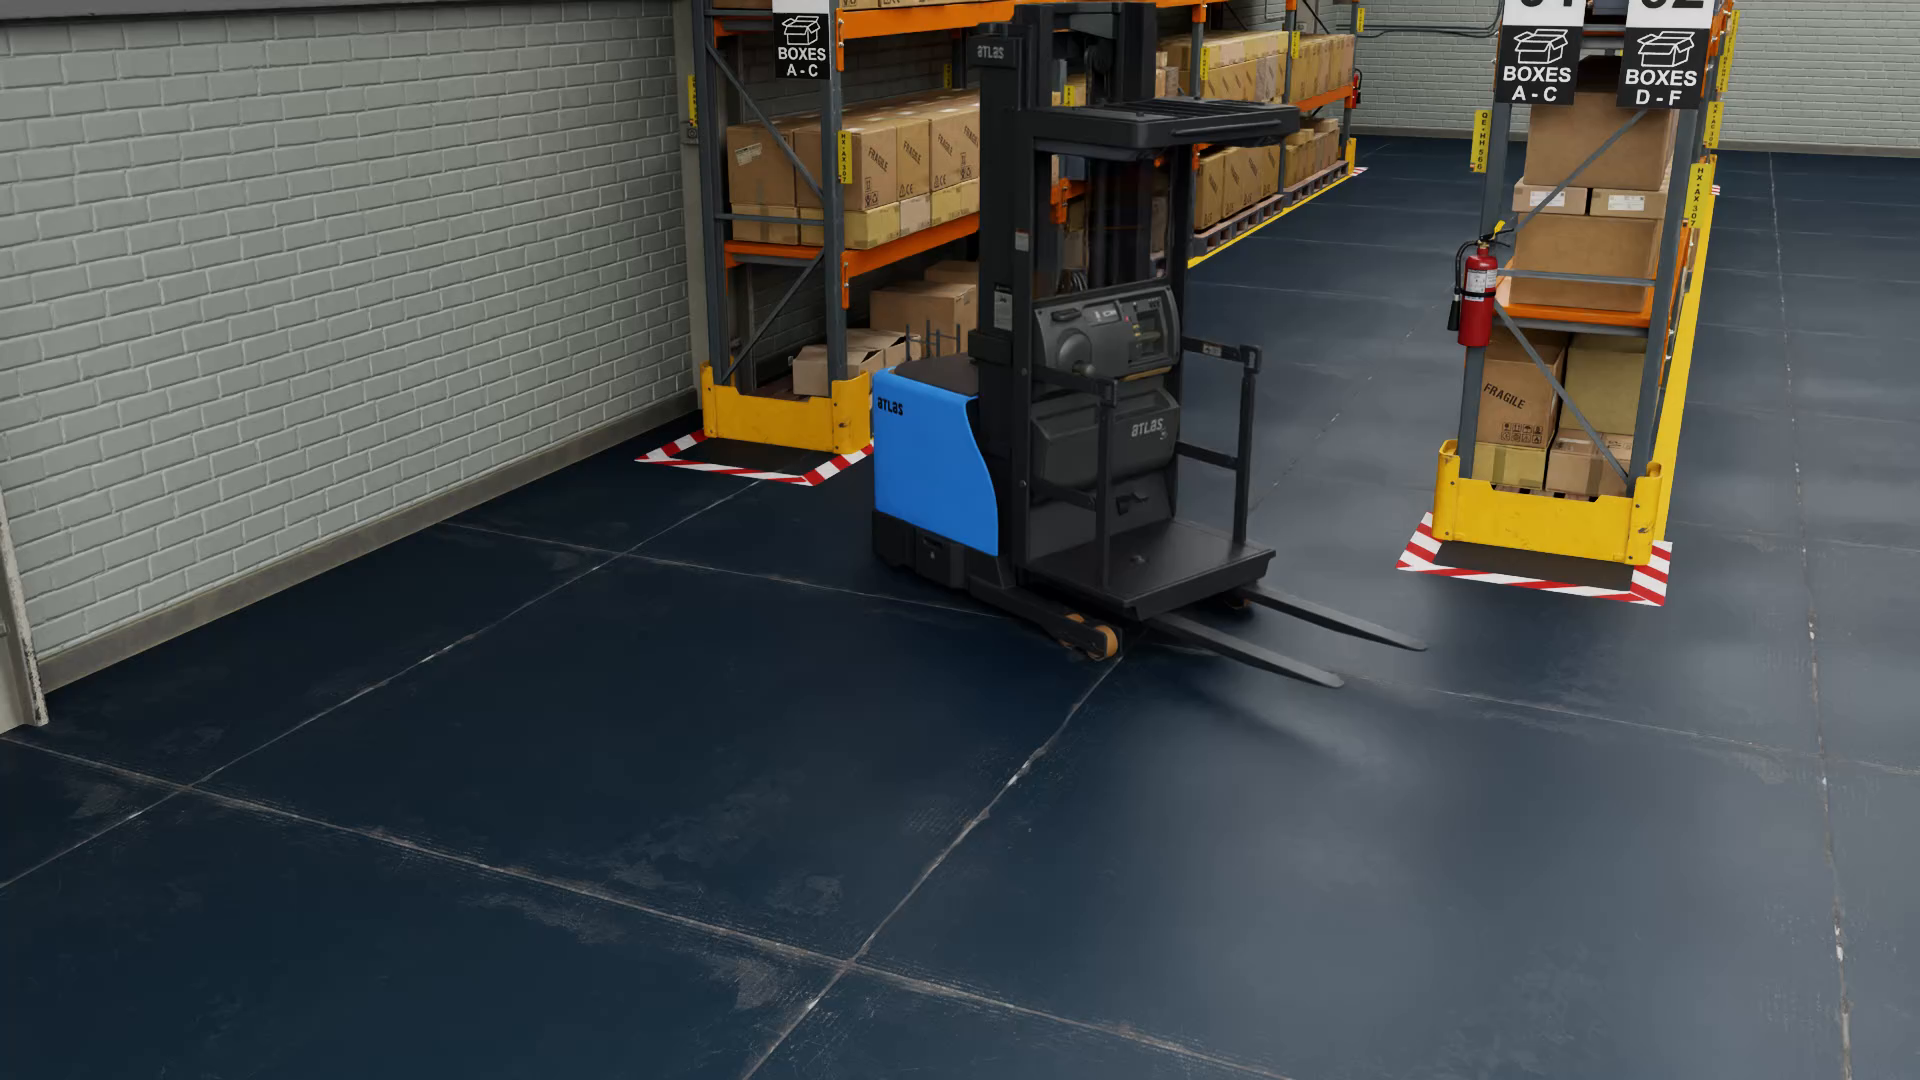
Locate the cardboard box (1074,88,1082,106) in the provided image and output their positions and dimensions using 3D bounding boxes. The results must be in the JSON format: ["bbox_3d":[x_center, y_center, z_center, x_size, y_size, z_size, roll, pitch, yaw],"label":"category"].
[{"bbox_3d":[0.652,-3.713,14.626,0.700,0.500,0.500,9,21,23],"label":"cardboard box"}]

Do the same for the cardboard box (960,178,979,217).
[{"bbox_3d":[-0.113,-2.599,12.493,0.500,0.250,0.500,9,21,23],"label":"cardboard box"}]

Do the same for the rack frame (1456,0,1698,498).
[{"bbox_3d":[3.296,-1.406,8.946,1.000,3.000,0.127,9,21,23],"label":"rack frame"}]

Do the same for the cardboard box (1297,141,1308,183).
[{"bbox_3d":[4.297,-5.141,22.551,0.700,0.500,0.500,8,21,22],"label":"cardboard box"}]

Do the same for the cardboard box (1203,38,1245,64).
[{"bbox_3d":[2.892,-5.501,18.719,0.500,0.250,0.500,9,21,23],"label":"cardboard box"}]

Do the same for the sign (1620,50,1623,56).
[{"bbox_3d":[7.711,-5.554,19.318,0.100,0.325,0.005,9,21,23],"label":"sign"}]

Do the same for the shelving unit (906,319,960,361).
[{"bbox_3d":[-0.150,-0.636,9.466,0.258,1.200,0.189,15,24,35],"label":"shelving unit"}]

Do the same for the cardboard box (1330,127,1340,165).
[{"bbox_3d":[5.131,-5.768,24.315,0.700,0.500,0.500,9,21,23],"label":"cardboard box"}]

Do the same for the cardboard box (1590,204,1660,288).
[{"bbox_3d":[3.709,-1.755,9.778,0.700,0.500,0.500,9,22,24],"label":"cardboard box"}]

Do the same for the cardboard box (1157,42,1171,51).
[{"bbox_3d":[2.000,-5.254,18.025,0.500,0.250,0.500,9,22,24],"label":"cardboard box"}]

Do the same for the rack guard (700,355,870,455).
[{"bbox_3d":[-1.194,-0.930,11.338,1.175,0.500,0.348,9,21,23],"label":"rack guard"}]

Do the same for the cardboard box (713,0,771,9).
[{"bbox_3d":[-1.285,-3.717,10.787,0.500,0.500,0.500,10,22,27],"label":"cardboard box"}]

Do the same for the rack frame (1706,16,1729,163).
[{"bbox_3d":[8.210,-5.074,19.261,1.000,3.000,0.127,9,21,23],"label":"rack frame"}]

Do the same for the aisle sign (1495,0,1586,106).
[{"bbox_3d":[3.001,-2.651,8.567,0.394,0.787,0.004,9,21,23],"label":"aisle sign"}]

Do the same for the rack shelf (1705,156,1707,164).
[{"bbox_3d":[7.391,-4.124,17.662,1.077,0.370,4.000,9,21,23],"label":"rack shelf"}]

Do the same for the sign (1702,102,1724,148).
[{"bbox_3d":[5.441,-2.998,12.013,0.100,0.325,0.005,9,21,23],"label":"sign"}]

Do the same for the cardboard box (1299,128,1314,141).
[{"bbox_3d":[4.609,-5.532,22.684,0.380,0.149,0.250,8,21,21],"label":"cardboard box"}]

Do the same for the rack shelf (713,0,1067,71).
[{"bbox_3d":[-0.406,-3.770,12.191,1.077,0.370,4.000,9,21,23],"label":"rack shelf"}]

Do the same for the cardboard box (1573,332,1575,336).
[{"bbox_3d":[4.114,-1.103,10.451,0.500,0.500,0.500,9,21,23],"label":"cardboard box"}]

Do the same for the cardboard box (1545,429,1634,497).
[{"bbox_3d":[3.718,-0.442,9.711,0.500,0.250,0.500,9,21,23],"label":"cardboard box"}]

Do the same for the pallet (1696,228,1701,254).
[{"bbox_3d":[7.911,-3.507,19.014,1.003,0.211,1.213,9,21,23],"label":"pallet"}]

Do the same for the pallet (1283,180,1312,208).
[{"bbox_3d":[4.072,-4.661,22.259,1.003,0.211,1.213,9,21,23],"label":"pallet"}]

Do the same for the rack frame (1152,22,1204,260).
[{"bbox_3d":[2.051,-4.530,17.730,1.000,3.000,0.127,9,21,23],"label":"rack frame"}]

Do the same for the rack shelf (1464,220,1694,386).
[{"bbox_3d":[4.115,-1.678,10.785,1.077,0.370,4.000,9,21,23],"label":"rack shelf"}]

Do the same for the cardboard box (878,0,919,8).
[{"bbox_3d":[-0.608,-3.782,10.970,0.500,0.500,0.500,10,22,26],"label":"cardboard box"}]

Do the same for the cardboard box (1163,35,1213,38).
[{"bbox_3d":[2.636,-5.724,19.346,0.500,0.250,0.500,8,21,21],"label":"cardboard box"}]

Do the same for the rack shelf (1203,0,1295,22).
[{"bbox_3d":[2.870,-6.216,19.067,1.077,0.370,4.000,9,21,23],"label":"rack shelf"}]

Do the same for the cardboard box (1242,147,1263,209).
[{"bbox_3d":[3.180,-4.449,20.084,0.750,0.750,0.750,9,22,24],"label":"cardboard box"}]

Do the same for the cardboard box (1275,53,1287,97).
[{"bbox_3d":[3.730,-5.774,20.605,0.500,0.500,0.500,8,21,22],"label":"cardboard box"}]

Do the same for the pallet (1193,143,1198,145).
[{"bbox_3d":[1.856,-4.207,17.109,1.213,0.211,1.003,9,21,23],"label":"pallet"}]

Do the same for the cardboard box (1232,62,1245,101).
[{"bbox_3d":[2.910,-5.151,18.852,0.500,0.500,0.500,8,21,22],"label":"cardboard box"}]

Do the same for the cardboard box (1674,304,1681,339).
[{"bbox_3d":[5.535,-1.776,13.464,0.500,0.250,0.500,9,22,24],"label":"cardboard box"}]

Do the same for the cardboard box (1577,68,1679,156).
[{"bbox_3d":[4.141,-2.690,10.472,0.700,0.500,0.500,9,21,23],"label":"cardboard box"}]

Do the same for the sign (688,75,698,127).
[{"bbox_3d":[-1.723,-2.861,10.838,0.100,0.325,0.005,9,21,23],"label":"sign"}]

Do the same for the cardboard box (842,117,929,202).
[{"bbox_3d":[-0.544,-2.631,11.465,0.500,0.500,0.500,9,21,23],"label":"cardboard box"}]

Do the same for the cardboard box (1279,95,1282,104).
[{"bbox_3d":[3.809,-5.502,20.807,0.380,0.149,0.250,9,21,23],"label":"cardboard box"}]

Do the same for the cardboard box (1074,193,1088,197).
[{"bbox_3d":[1.086,-3.212,15.979,0.500,0.250,0.500,8,21,21],"label":"cardboard box"}]

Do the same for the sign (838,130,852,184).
[{"bbox_3d":[-0.730,-2.418,10.499,0.100,0.325,0.005,9,21,23],"label":"sign"}]

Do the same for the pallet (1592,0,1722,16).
[{"bbox_3d":[3.609,-2.990,9.056,1.003,0.211,1.213,9,21,23],"label":"pallet"}]

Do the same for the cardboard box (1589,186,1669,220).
[{"bbox_3d":[3.653,-1.849,9.074,0.380,0.149,0.250,8,21,22],"label":"cardboard box"}]

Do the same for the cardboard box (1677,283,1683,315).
[{"bbox_3d":[5.330,-1.887,12.939,0.500,0.311,0.500,9,21,23],"label":"cardboard box"}]

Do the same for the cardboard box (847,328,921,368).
[{"bbox_3d":[-0.626,-1.398,12.281,0.500,0.311,0.500,11,22,27],"label":"cardboard box"}]

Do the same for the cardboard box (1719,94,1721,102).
[{"bbox_3d":[9.703,-6.011,21.745,0.500,0.500,0.500,9,21,23],"label":"cardboard box"}]

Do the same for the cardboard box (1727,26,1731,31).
[{"bbox_3d":[8.870,-5.856,19.816,0.500,0.500,0.500,8,21,21],"label":"cardboard box"}]

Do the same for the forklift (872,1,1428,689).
[{"bbox_3d":[0.861,-1.001,7.910,1.130,2.935,3.031,-16,25,-38],"label":"forklift"}]

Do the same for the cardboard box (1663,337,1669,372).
[{"bbox_3d":[4.943,-1.359,12.291,0.500,0.250,0.500,9,21,23],"label":"cardboard box"}]

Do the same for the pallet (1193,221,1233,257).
[{"bbox_3d":[2.442,-3.447,18.846,1.003,0.211,1.213,9,21,23],"label":"pallet"}]

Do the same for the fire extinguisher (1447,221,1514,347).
[{"bbox_3d":[2.824,-1.397,9.036,0.296,0.674,0.183,9,21,23],"label":"fire extinguisher"}]

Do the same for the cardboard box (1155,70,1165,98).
[{"bbox_3d":[1.663,-4.465,16.741,0.700,0.500,0.500,6,21,18],"label":"cardboard box"}]

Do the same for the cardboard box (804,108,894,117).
[{"bbox_3d":[-0.803,-2.861,12.112,0.500,0.500,0.500,8,21,21],"label":"cardboard box"}]

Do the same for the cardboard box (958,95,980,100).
[{"bbox_3d":[0.302,-3.259,13.231,0.500,0.500,0.500,8,21,22],"label":"cardboard box"}]

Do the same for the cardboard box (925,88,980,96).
[{"bbox_3d":[0.030,-3.484,13.865,0.500,0.500,0.500,8,21,21],"label":"cardboard box"}]

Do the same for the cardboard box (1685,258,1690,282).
[{"bbox_3d":[6.579,-2.560,15.666,0.500,0.250,0.500,9,22,24],"label":"cardboard box"}]

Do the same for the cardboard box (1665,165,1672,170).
[{"bbox_3d":[4.074,-2.165,9.962,0.380,0.149,0.250,8,21,21],"label":"cardboard box"}]

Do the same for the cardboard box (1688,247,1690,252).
[{"bbox_3d":[6.166,-2.511,14.691,0.500,0.311,0.500,8,21,22],"label":"cardboard box"}]

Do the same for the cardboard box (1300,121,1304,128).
[{"bbox_3d":[4.690,-5.908,23.740,0.380,0.149,0.250,9,21,23],"label":"cardboard box"}]

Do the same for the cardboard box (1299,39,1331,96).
[{"bbox_3d":[4.519,-6.504,22.833,0.980,0.700,0.700,7,21,20],"label":"cardboard box"}]
